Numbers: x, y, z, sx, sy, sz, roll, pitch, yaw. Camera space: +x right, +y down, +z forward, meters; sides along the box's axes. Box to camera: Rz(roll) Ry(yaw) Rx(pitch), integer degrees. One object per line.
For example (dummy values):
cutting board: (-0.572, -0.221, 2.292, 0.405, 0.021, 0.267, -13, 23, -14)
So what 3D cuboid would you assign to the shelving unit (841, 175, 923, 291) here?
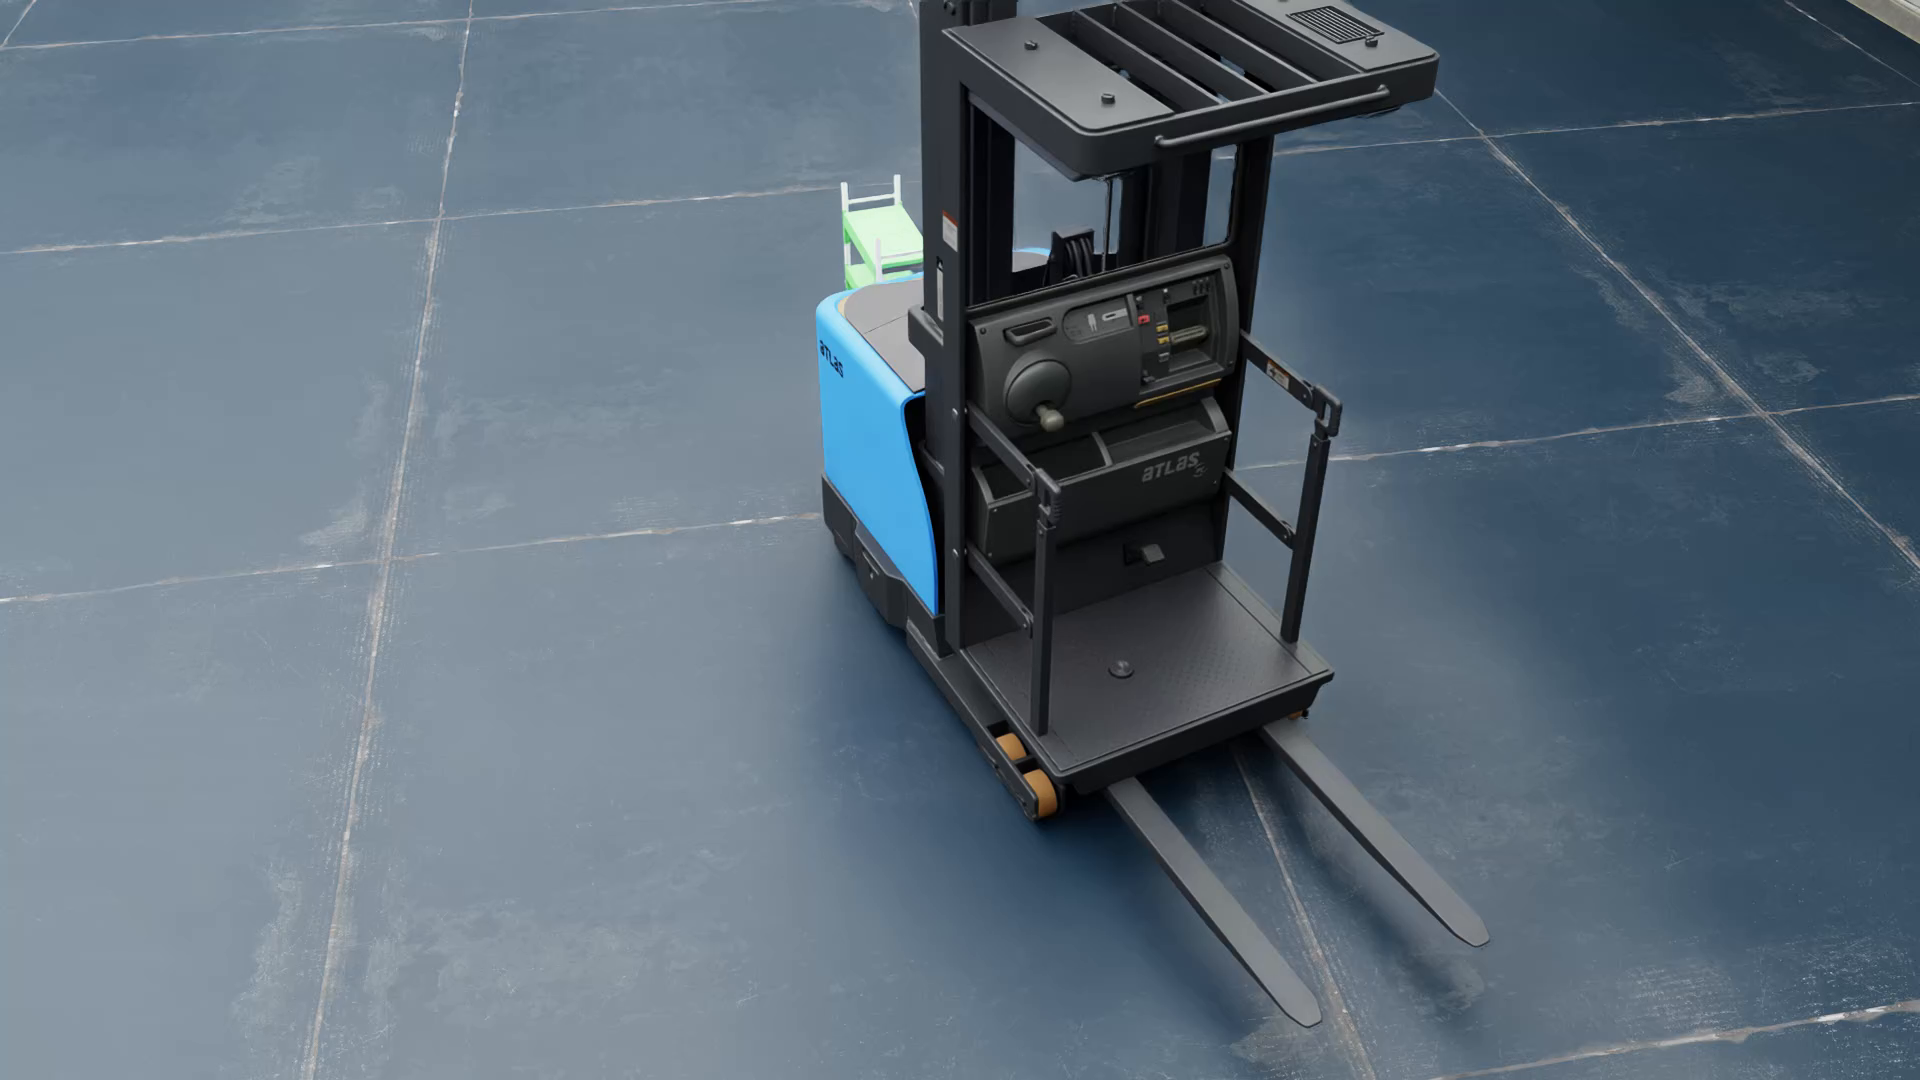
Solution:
shelving unit: (-0.281, -0.824, 6.833, 0.258, 1.200, 0.503, -11, 39, -14)

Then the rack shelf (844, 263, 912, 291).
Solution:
rack shelf: (-0.281, -0.963, 6.724, 0.258, 0.148, 0.480, -11, 39, -14)

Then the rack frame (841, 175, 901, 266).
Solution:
rack frame: (-0.357, -0.966, 7.016, 0.240, 1.200, 0.015, -11, 39, -14)

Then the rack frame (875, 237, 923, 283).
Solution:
rack frame: (-0.206, -0.682, 6.649, 0.240, 1.200, 0.015, -11, 39, -14)

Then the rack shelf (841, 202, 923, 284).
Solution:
rack shelf: (-0.281, -1.153, 6.577, 0.258, 0.148, 0.480, -11, 39, -14)

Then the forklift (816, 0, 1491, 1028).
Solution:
forklift: (0.571, -0.541, 5.057, 1.130, 2.935, 3.031, -18, 41, -21)
